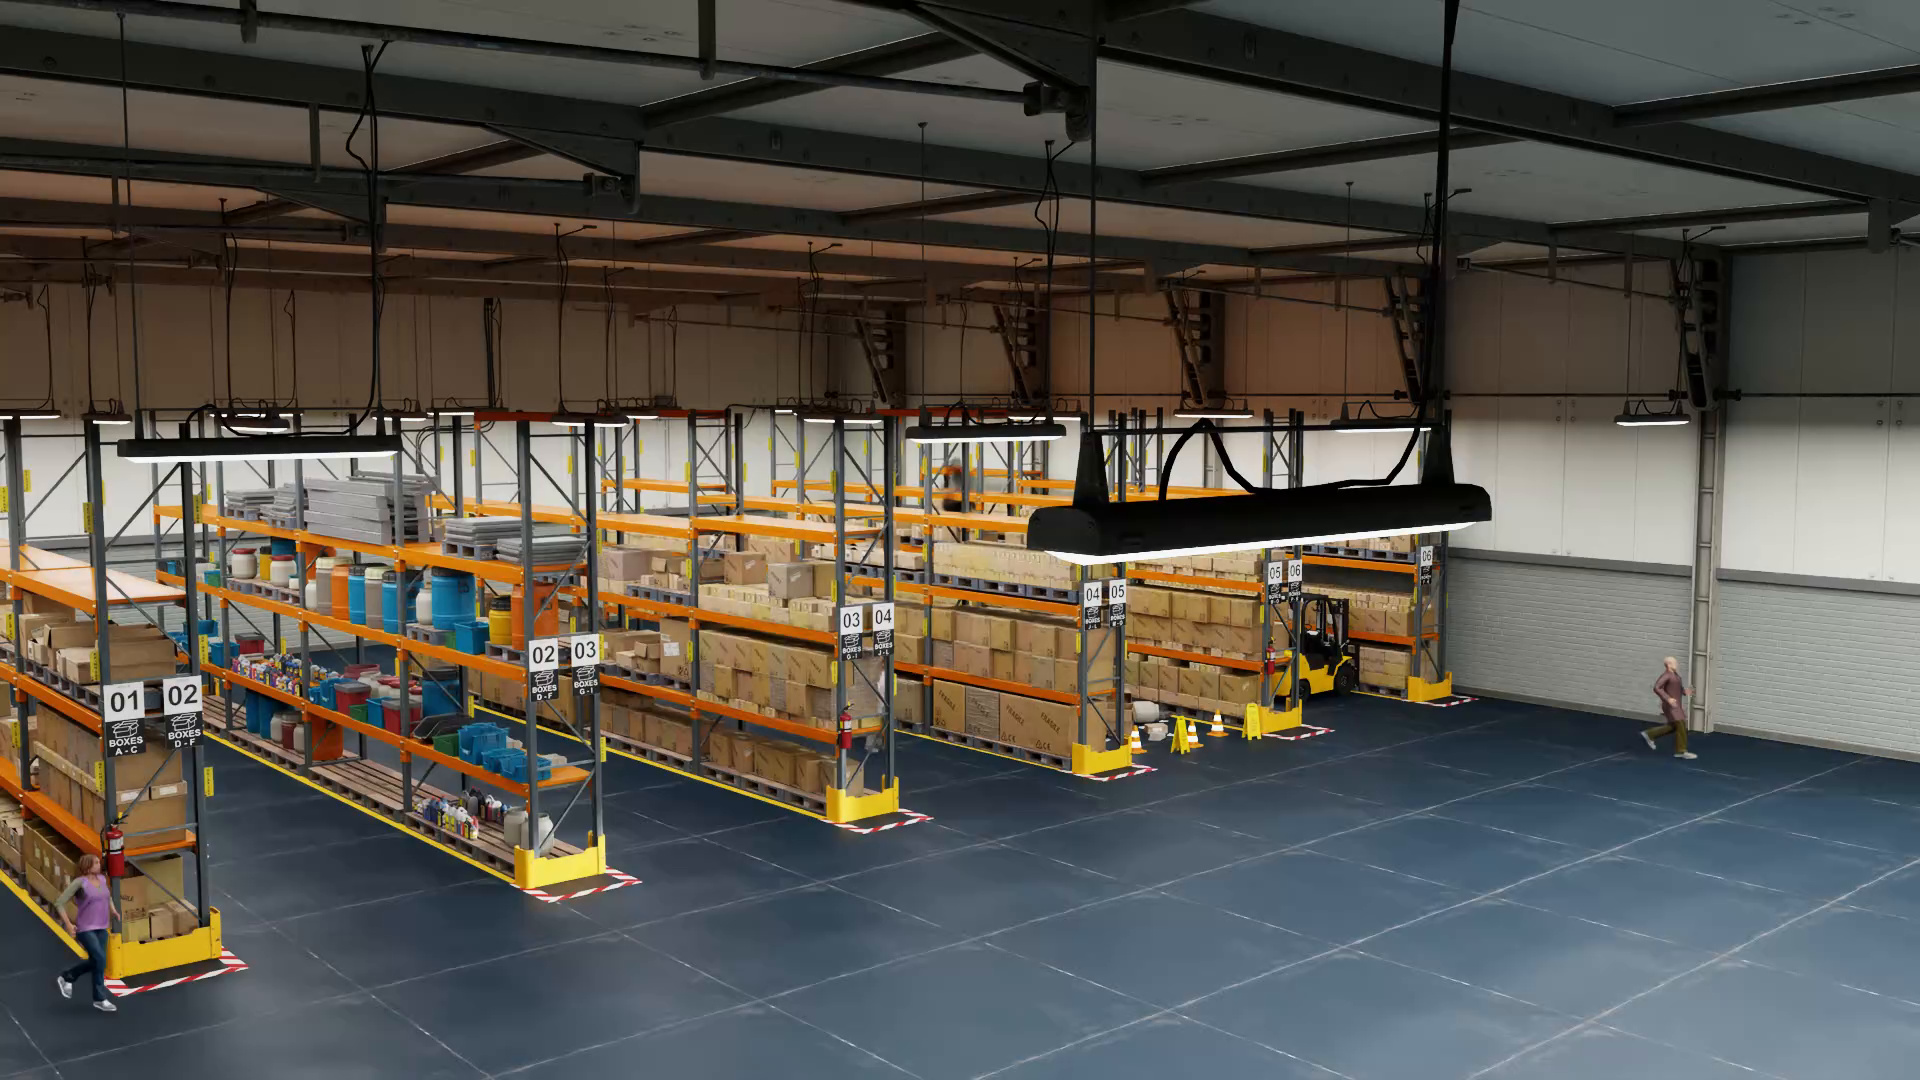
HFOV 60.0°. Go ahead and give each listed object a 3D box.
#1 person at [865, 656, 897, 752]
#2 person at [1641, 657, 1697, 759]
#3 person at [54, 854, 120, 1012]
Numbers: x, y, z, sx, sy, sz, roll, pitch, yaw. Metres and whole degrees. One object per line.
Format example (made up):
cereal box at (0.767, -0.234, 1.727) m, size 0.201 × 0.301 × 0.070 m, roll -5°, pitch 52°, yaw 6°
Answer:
person at (-1.383, 2.888, 29.377) m, size 0.692 × 1.744 × 0.696 m, roll -5°, pitch 7°, yaw -43°
person at (12.376, 2.908, 28.991) m, size 0.964 × 1.751 × 0.720 m, roll 4°, pitch 6°, yaw 35°
person at (-9.000, 4.045, 17.229) m, size 0.724 × 1.580 × 0.578 m, roll 1°, pitch 5°, yaw 15°
